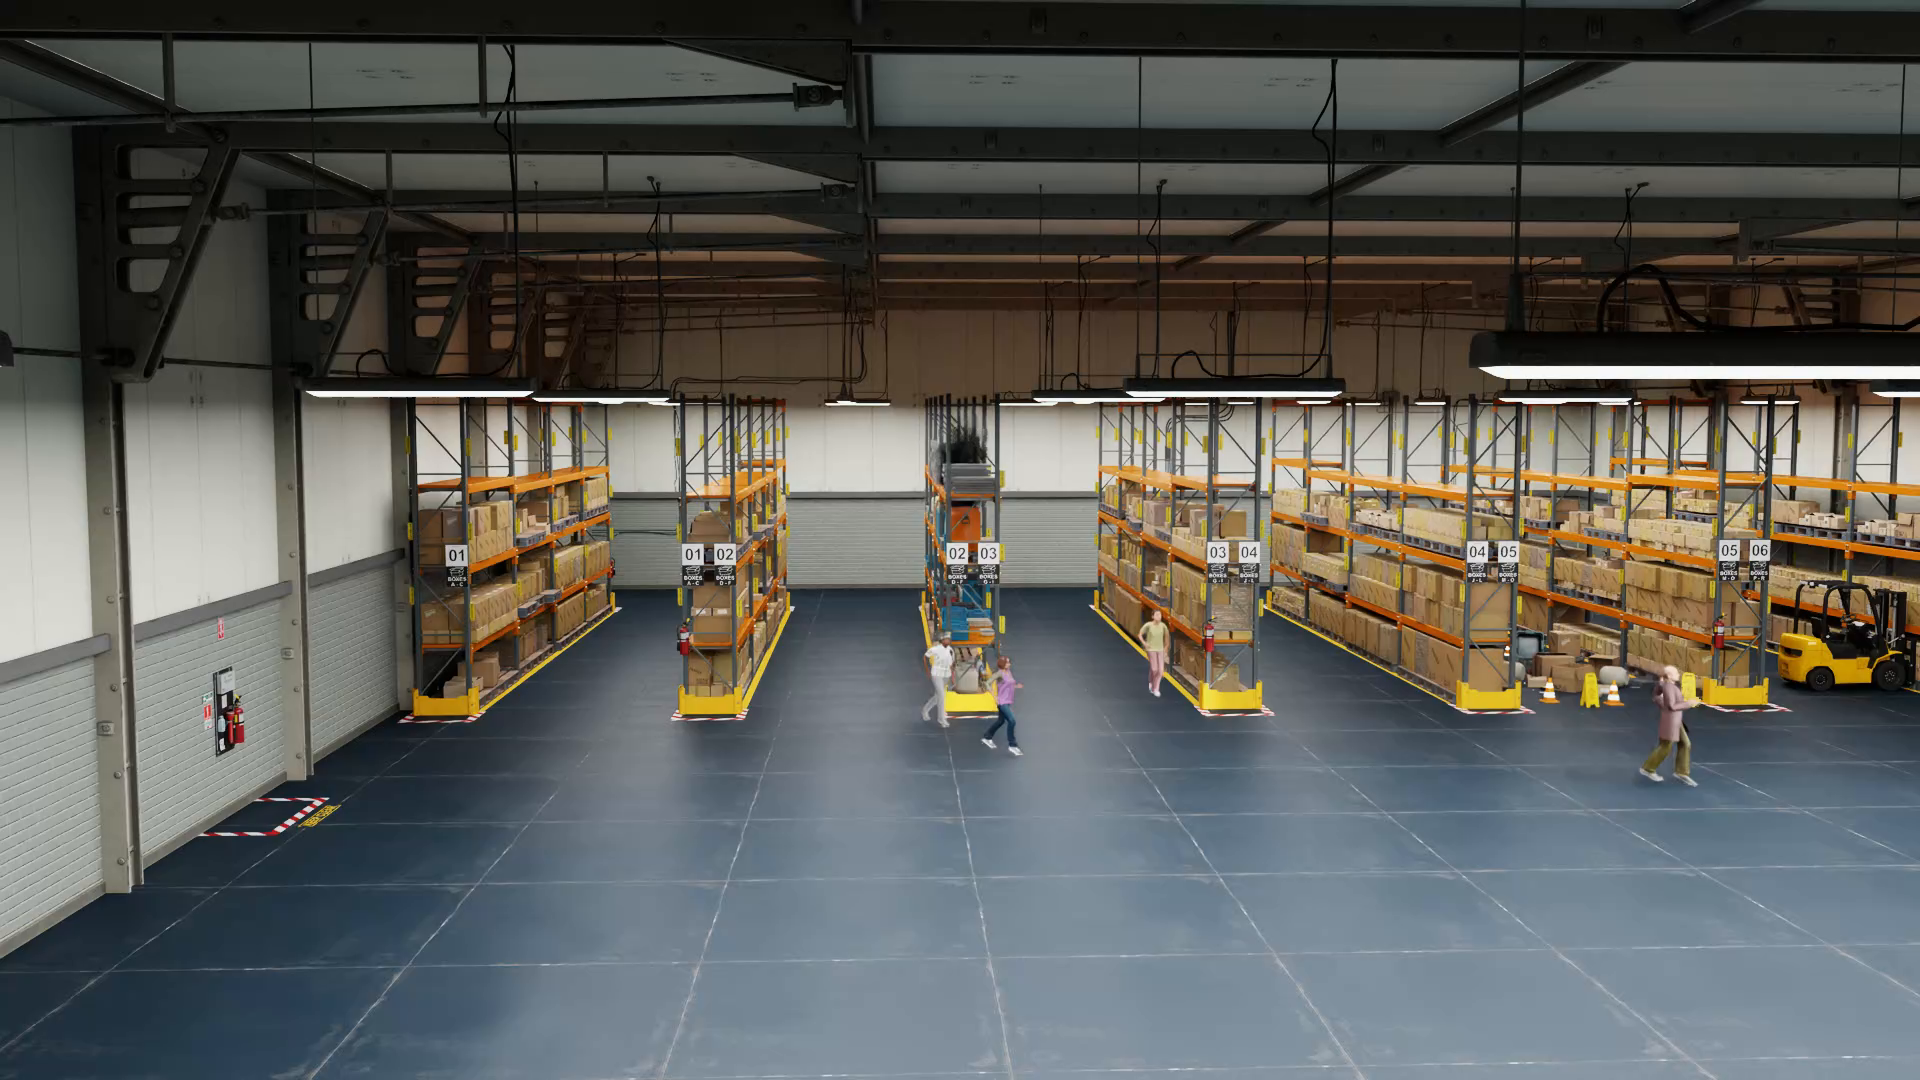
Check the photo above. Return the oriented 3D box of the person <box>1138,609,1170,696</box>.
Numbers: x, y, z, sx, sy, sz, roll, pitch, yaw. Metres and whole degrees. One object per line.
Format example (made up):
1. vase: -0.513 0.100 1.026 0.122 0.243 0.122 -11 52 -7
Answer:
1. person: 3.717 2.129 31.579 0.611 1.647 0.498 -1 5 -10

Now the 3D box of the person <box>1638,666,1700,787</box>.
1. person: 10.786 2.824 25.281 0.831 1.823 0.685 2 5 29

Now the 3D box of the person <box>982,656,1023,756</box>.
1. person: 0.708 2.731 27.564 0.785 1.627 0.518 2 5 23

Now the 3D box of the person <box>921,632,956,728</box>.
1. person: -0.329 2.498 30.237 0.614 1.675 0.868 -4 6 -41
